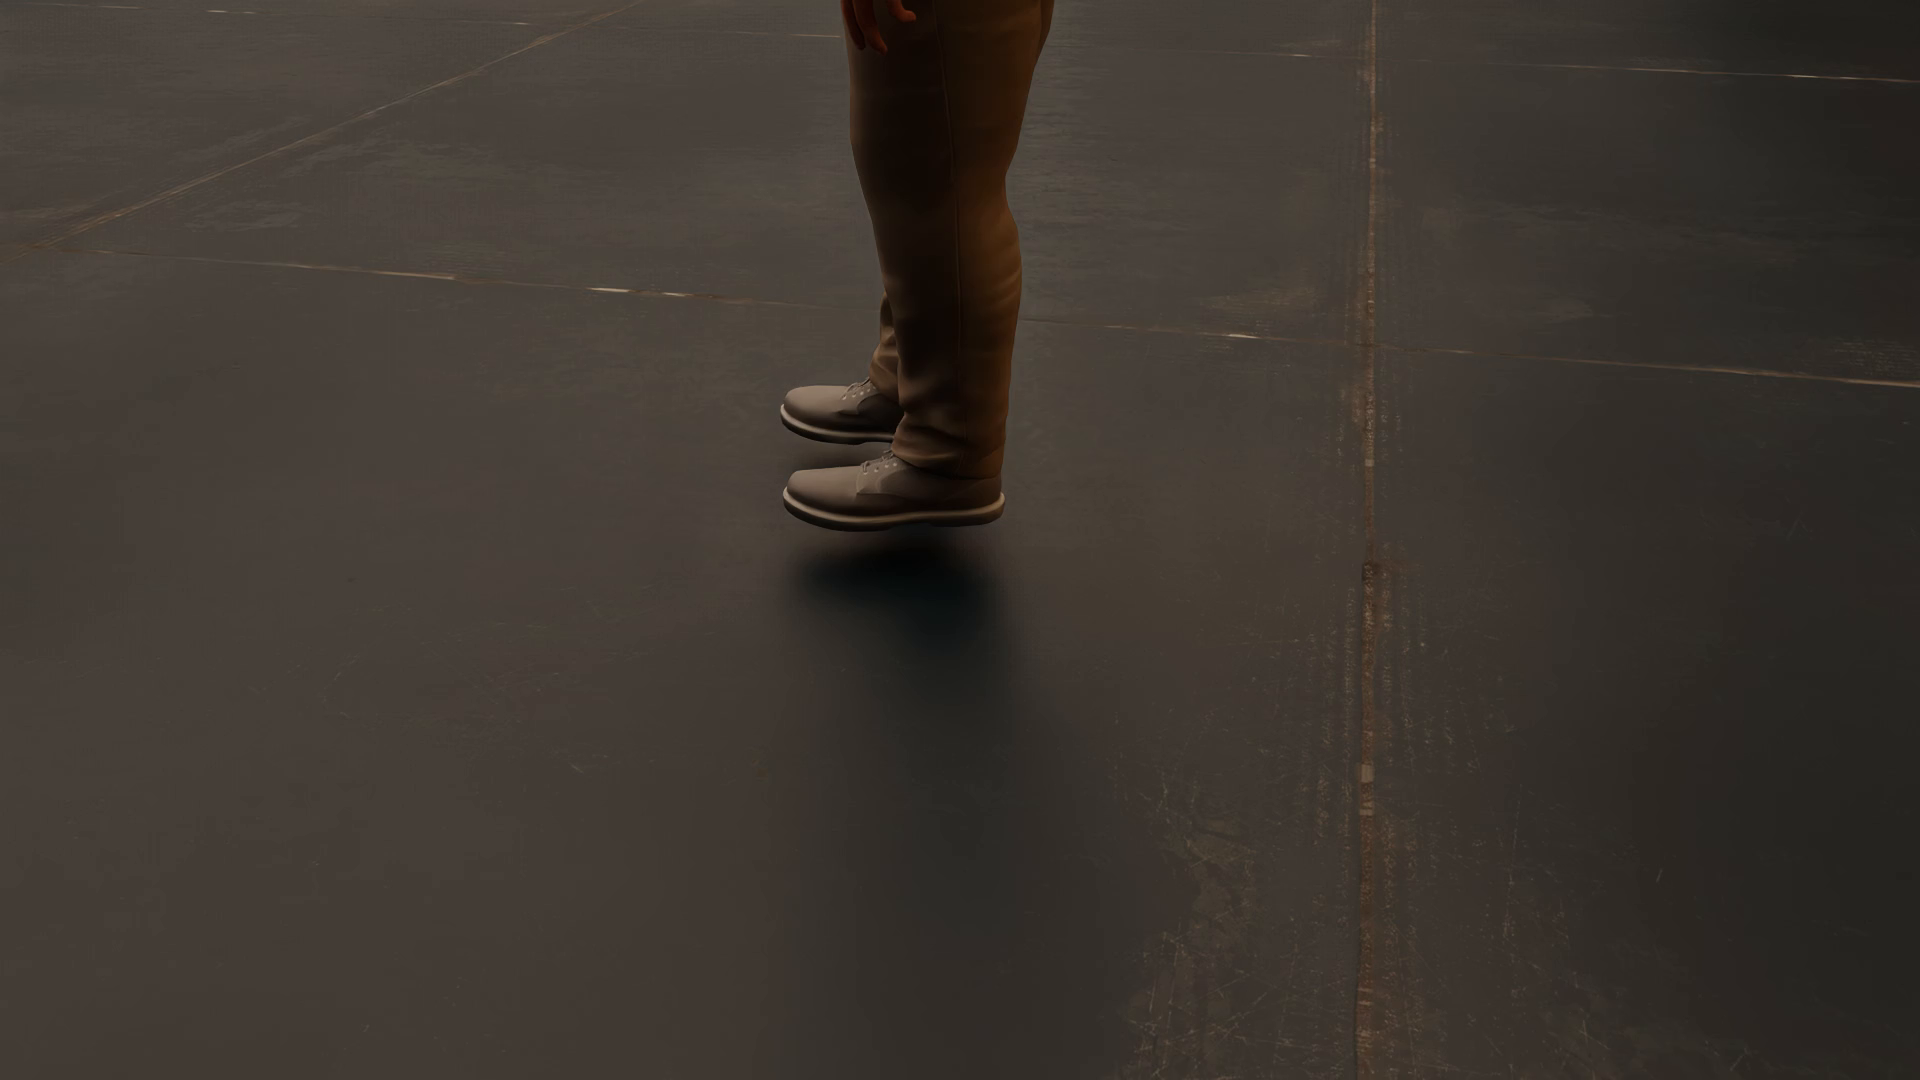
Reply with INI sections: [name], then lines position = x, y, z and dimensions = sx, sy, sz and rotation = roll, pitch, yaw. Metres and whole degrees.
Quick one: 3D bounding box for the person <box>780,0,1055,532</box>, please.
[person]
position = -0.085, -0.828, 2.118
dimensions = 0.551, 1.728, 0.640
rotation = 6, 27, 11
